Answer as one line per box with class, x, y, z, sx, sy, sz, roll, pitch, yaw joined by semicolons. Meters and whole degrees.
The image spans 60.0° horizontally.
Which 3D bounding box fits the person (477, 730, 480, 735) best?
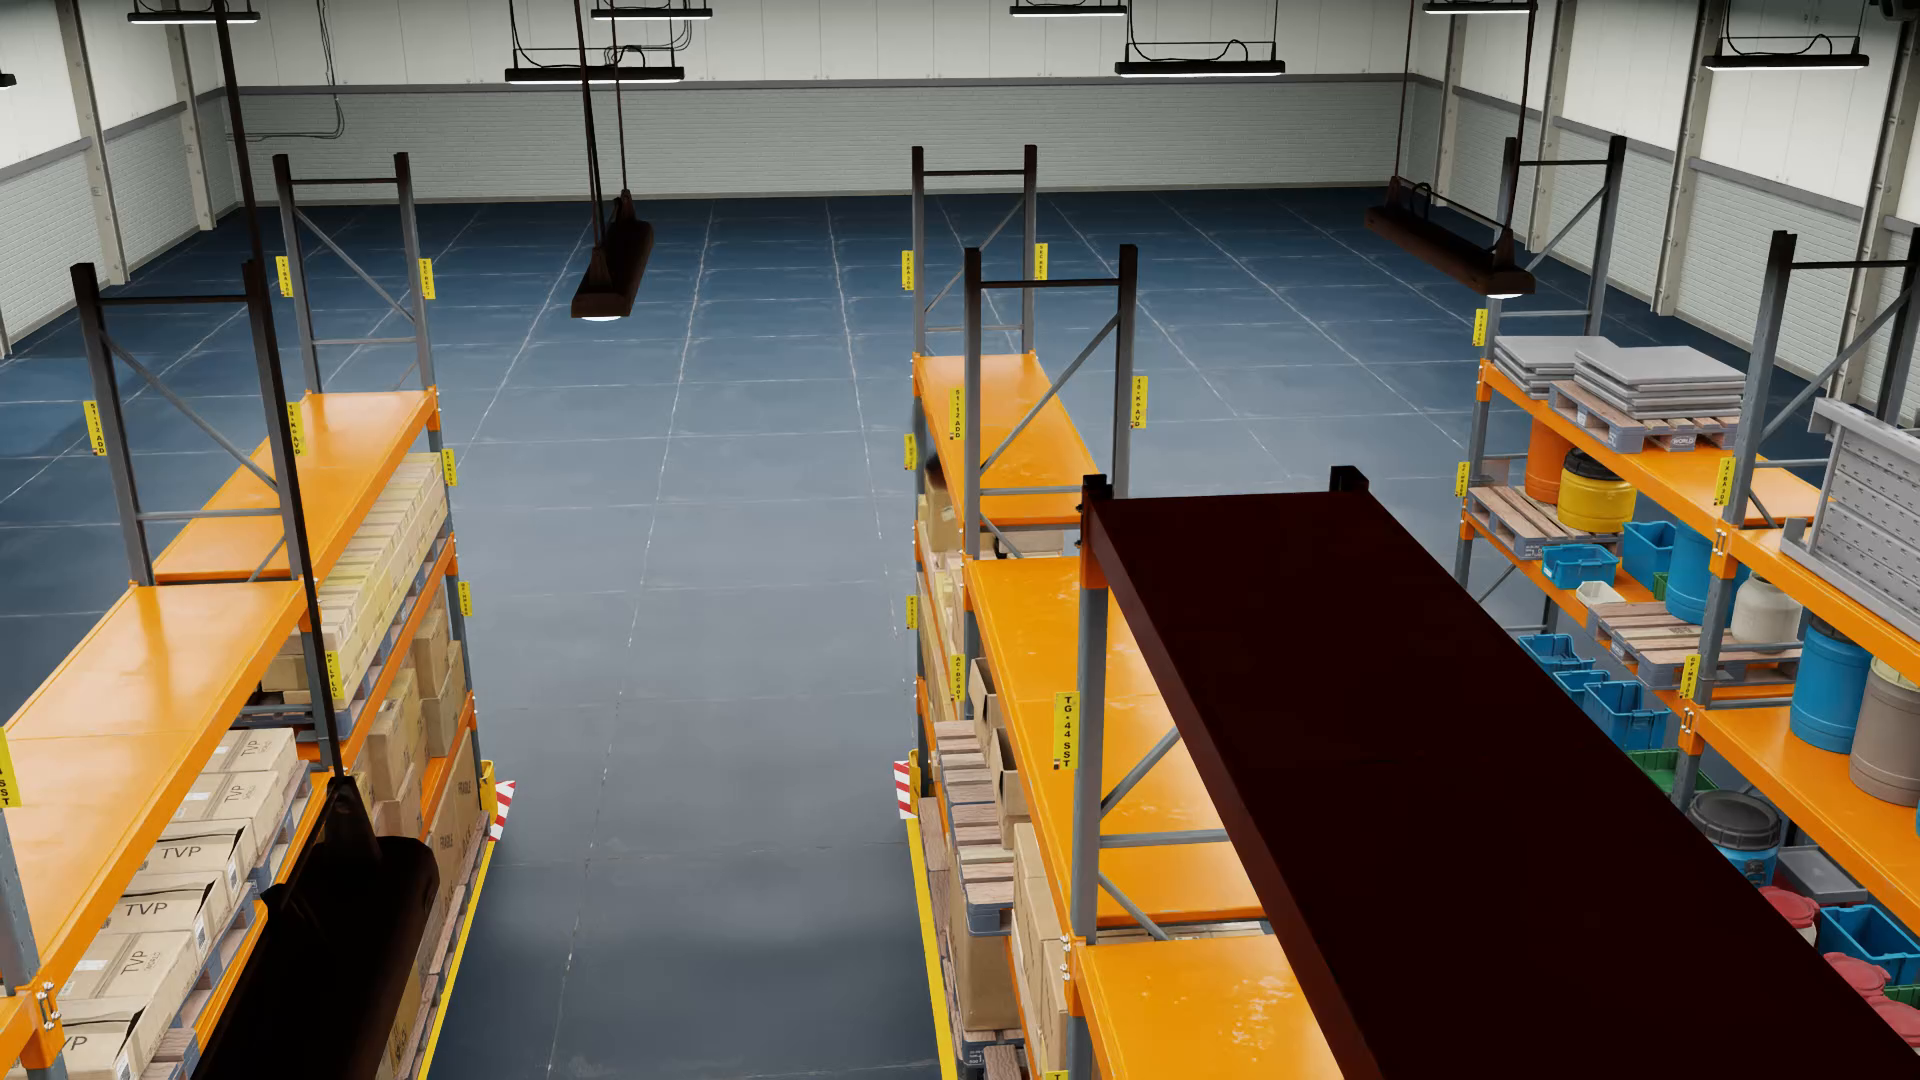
person;-5.287;1.210;16.353;0.964;1.597;0.456;-4;22;-11
